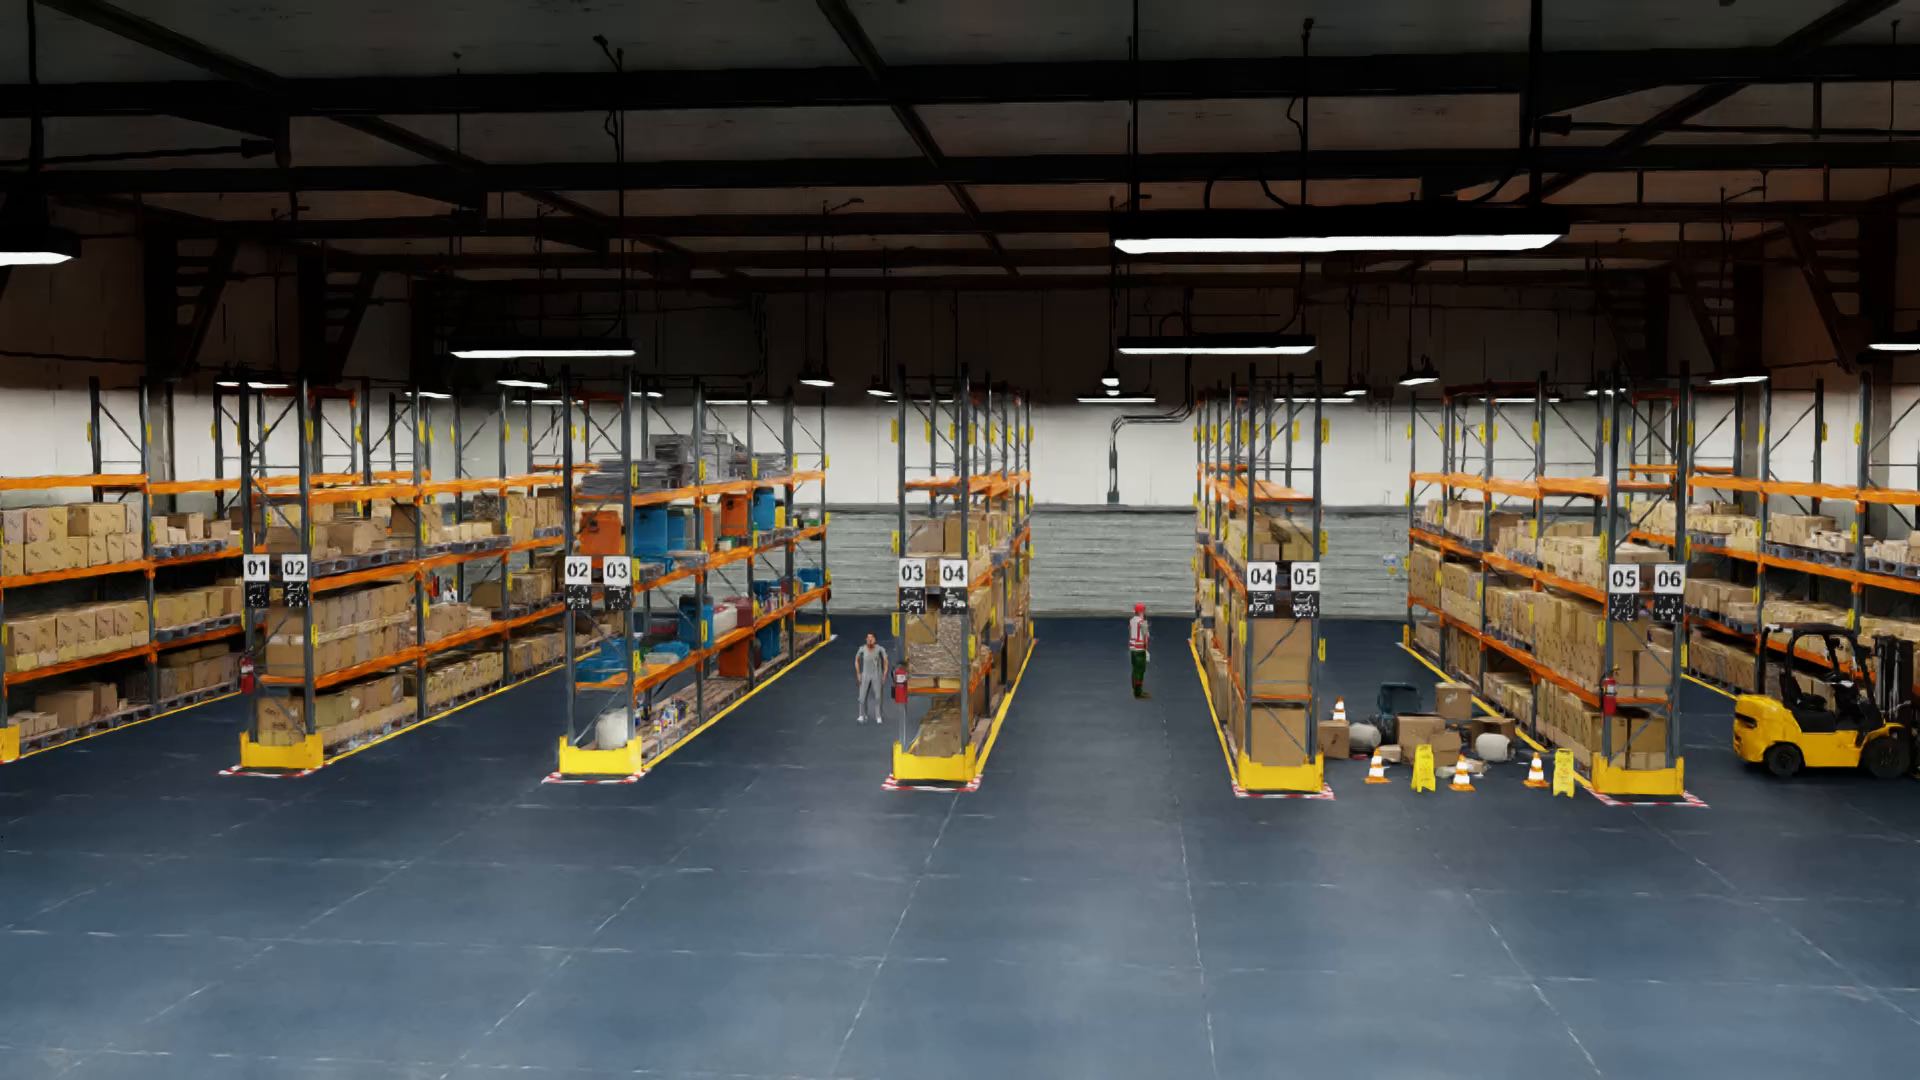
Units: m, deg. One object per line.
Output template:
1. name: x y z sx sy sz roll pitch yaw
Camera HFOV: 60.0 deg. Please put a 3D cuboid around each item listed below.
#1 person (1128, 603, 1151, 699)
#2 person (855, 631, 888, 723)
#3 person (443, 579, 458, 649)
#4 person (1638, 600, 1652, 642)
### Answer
1. person: 3.420 2.079 31.349 0.442 1.792 0.606 -2 4 -25
2. person: -1.522 2.359 28.691 0.580 1.617 0.502 0 4 3
3. person: -11.811 1.699 38.690 0.500 1.625 0.989 0 4 4
4. person: 13.761 2.009 33.679 0.560 1.640 0.617 2 4 25
